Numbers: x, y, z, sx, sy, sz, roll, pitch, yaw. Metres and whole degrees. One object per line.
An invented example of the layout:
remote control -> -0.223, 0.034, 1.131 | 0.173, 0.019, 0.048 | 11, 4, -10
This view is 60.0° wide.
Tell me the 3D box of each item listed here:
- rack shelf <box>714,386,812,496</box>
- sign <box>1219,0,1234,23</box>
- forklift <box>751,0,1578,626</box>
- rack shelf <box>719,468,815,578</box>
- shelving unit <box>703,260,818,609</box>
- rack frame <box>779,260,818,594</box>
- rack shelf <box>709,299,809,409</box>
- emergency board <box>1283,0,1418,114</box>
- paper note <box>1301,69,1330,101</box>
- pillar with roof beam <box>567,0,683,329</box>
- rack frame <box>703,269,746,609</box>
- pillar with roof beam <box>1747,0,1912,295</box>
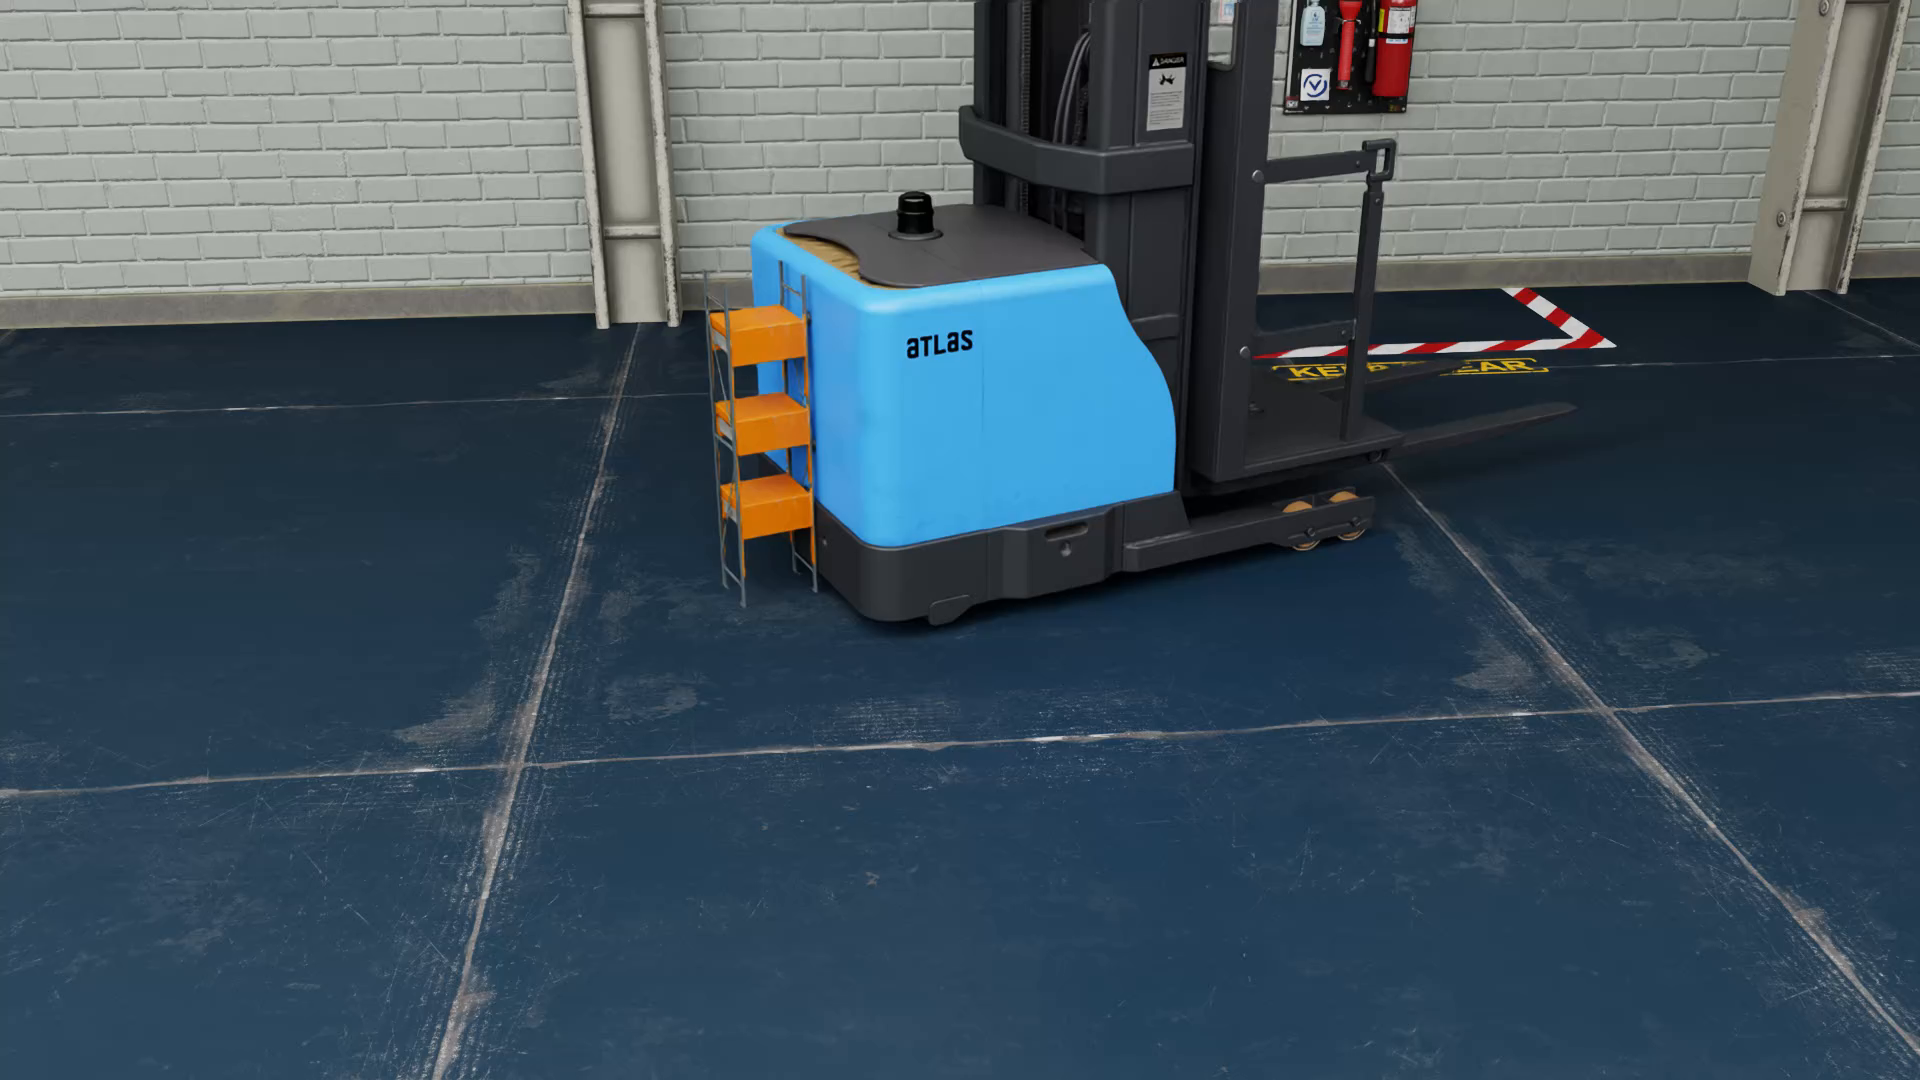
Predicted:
rack shelf -> -0.616, -0.311, 5.183 | 0.240, 0.259, 0.215 | -12, 27, -24
sign -> 1.371, -2.657, 7.991 | 0.234, 0.329, 0.001 | -2, 24, -5
forklift -> 0.857, -1.480, 5.471 | 3.031, 2.935, 1.130 | -12, 27, -24
rack shelf -> -0.616, -0.057, 5.296 | 0.240, 0.259, 0.215 | -12, 27, -24
shelving unit -> -0.616, -0.321, 5.179 | 0.252, 1.050, 0.215 | -12, 27, -24
rack frame -> -0.507, -0.343, 5.230 | 0.008, 1.050, 0.200 | -12, 27, -24
rack shelf -> -0.616, -0.570, 5.068 | 0.240, 0.259, 0.215 | -12, 27, -24
emergency board -> 1.932, -2.621, 7.954 | 0.643, 1.169, 0.194 | -2, 24, -5
paper note -> 1.749, -2.240, 8.180 | 0.142, 0.148, 0.016 | -2, 24, -5
pillar with roof beam -> -1.153, -3.466, 2.469 | 0.400, 9.000, 9.100 | -2, 24, -5
rack frame -> -0.725, -0.298, 5.129 | 0.008, 1.050, 0.200 | -12, 27, -24
pillar with roof beam -> 4.818, -3.706, 3.008 | 0.400, 9.000, 9.100 | -2, 24, -5
